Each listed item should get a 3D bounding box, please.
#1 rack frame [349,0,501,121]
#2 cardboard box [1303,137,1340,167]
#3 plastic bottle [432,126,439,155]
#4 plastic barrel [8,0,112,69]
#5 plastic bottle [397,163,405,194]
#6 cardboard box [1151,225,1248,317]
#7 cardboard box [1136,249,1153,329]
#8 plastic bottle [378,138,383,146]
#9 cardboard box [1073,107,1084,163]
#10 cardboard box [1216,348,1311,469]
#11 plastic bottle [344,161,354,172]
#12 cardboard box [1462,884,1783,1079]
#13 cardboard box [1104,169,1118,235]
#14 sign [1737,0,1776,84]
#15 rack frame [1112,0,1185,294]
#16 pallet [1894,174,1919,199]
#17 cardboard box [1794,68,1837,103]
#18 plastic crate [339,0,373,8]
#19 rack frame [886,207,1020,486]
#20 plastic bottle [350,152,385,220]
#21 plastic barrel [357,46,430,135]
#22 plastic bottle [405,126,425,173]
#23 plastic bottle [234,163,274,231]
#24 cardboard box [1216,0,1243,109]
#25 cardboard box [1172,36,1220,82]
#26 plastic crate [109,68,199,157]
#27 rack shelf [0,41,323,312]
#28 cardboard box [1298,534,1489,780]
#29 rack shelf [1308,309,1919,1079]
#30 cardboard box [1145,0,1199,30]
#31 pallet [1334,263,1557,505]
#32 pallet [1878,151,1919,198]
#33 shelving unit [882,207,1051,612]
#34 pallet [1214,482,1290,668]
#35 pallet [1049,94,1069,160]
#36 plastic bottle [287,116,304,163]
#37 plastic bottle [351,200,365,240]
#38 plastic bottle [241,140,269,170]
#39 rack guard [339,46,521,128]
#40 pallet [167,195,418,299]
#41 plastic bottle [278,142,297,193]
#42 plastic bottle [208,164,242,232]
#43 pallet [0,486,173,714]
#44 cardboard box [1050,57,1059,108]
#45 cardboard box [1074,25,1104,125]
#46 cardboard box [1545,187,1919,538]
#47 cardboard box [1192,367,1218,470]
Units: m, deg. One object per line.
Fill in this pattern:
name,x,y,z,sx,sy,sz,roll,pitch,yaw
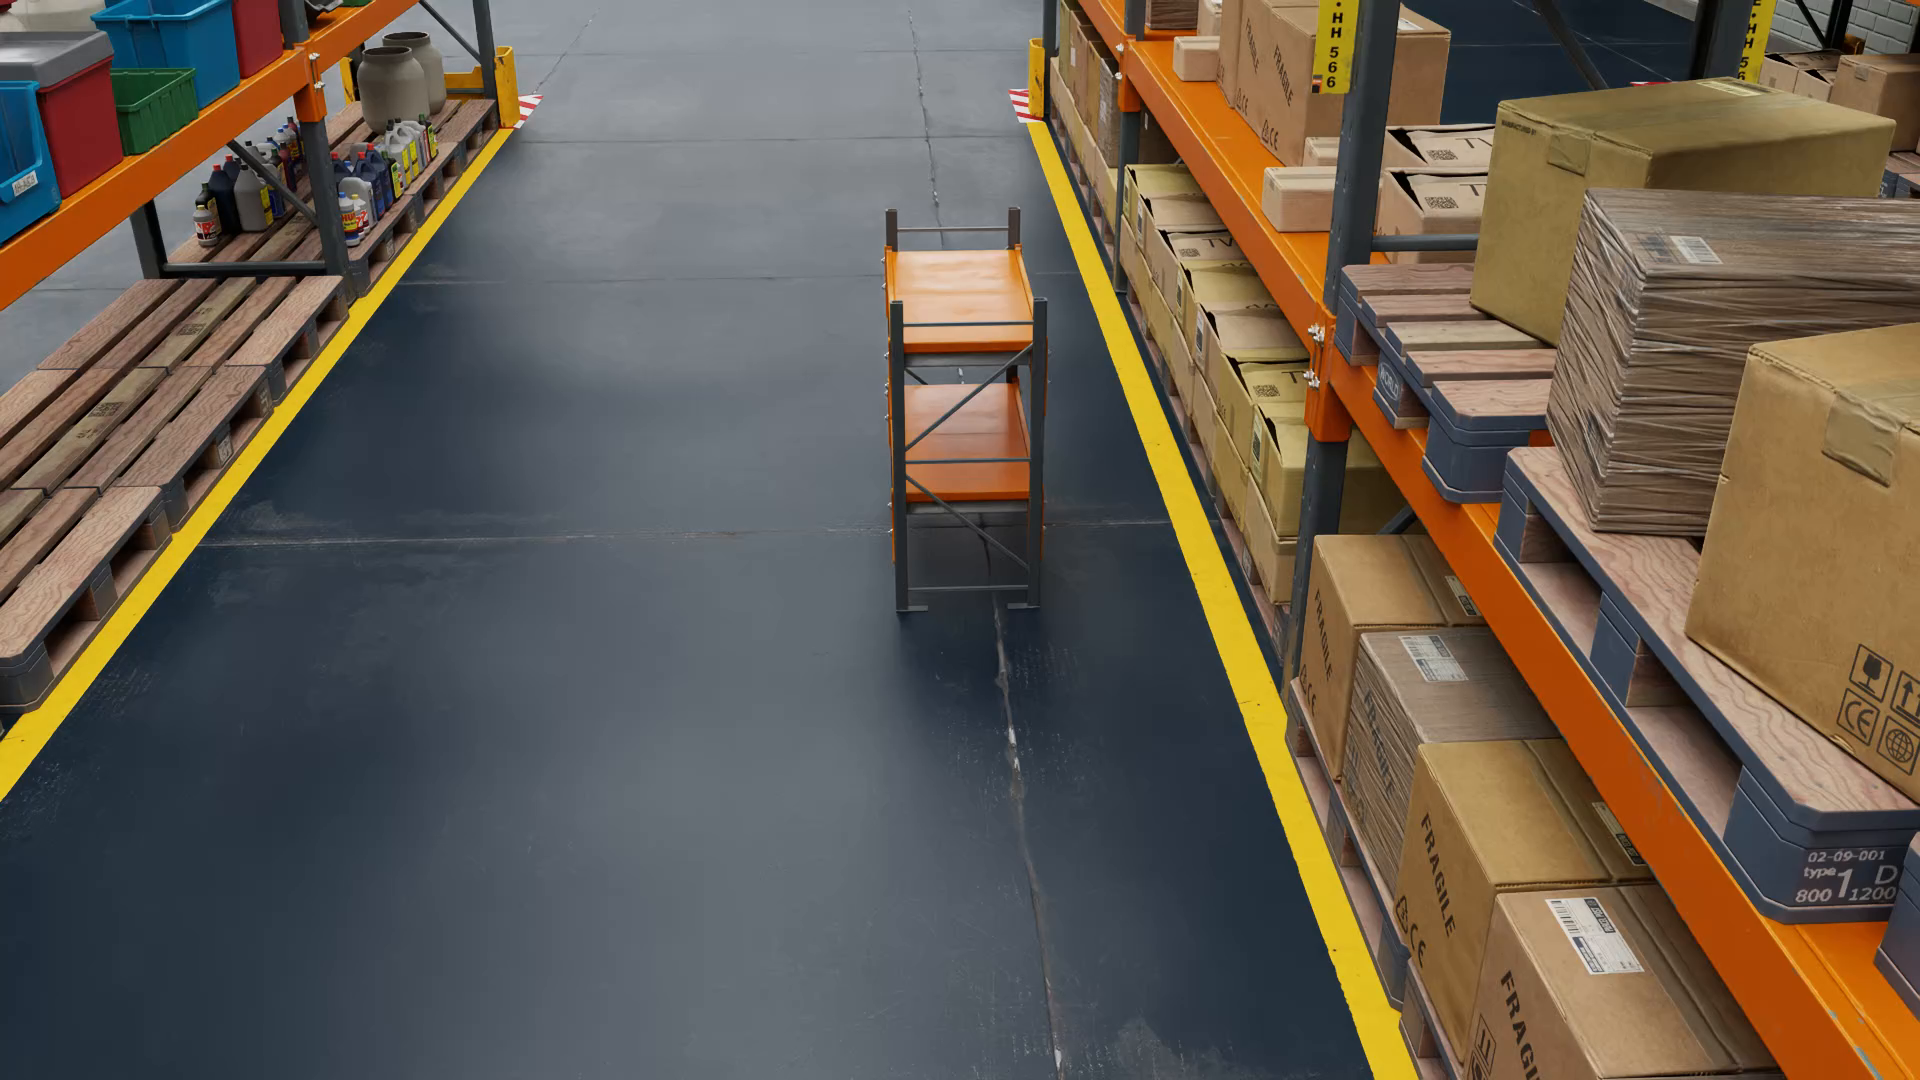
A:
rack frame,-3.844,-4.388,11.420,1.000,3.000,0.127,-1,28,-3
cardboard box,1.397,-1.288,5.747,0.380,0.149,0.250,1,28,1
plastic bottle,-3.311,-2.505,10.360,0.097,0.201,0.097,0,28,0
plastic barrel,-3.805,-2.154,6.990,0.433,0.535,0.433,0,28,0
plastic bottle,-3.265,-2.097,9.577,0.097,0.201,0.097,0,28,0
cardboard box,1.133,-1.208,7.234,0.500,0.311,0.500,-2,28,-4
cardboard box,1.110,-1.198,7.822,0.500,0.250,0.500,-1,28,-1
plastic bottle,-3.441,-2.312,9.990,0.097,0.201,0.097,0,28,0
cardboard box,0.985,-2.527,10.372,0.500,0.250,0.500,-1,28,-3
cardboard box,1.213,-0.503,5.884,0.500,0.311,0.500,-2,28,-3
plastic bottle,-3.391,-1.973,9.264,0.097,0.271,0.097,0,28,0
cardboard box,1.345,1.033,3.253,0.500,0.500,0.500,-2,28,-4
cardboard box,1.069,-1.835,9.044,0.500,0.250,0.500,-1,28,-3
sign,2.062,-1.307,4.347,0.100,0.325,0.005,-1,28,-3
rack frame,1.311,-2.659,8.104,1.000,3.000,0.127,-1,28,-3
pallet,6.188,-1.853,9.575,1.003,0.211,1.213,-1,28,-3
cardboard box,6.025,-3.045,11.277,0.500,0.311,0.500,1,28,2
plastic crate,-3.425,-3.081,9.142,0.450,0.188,0.662,-1,28,-3
rack frame,-0.026,-0.730,6.434,0.500,1.125,0.032,-1,28,-3
plastic bottle,-3.263,-1.944,9.123,0.144,0.351,0.185,-1,28,-1
plastic barrel,-3.708,-2.938,10.875,0.421,0.512,0.421,0,28,0
plastic bottle,-3.318,-2.357,9.995,0.152,0.276,0.135,-2,28,-4
plastic bottle,-3.813,-1.856,8.953,0.144,0.351,0.185,-1,28,-3
cardboard box,1.363,-2.105,6.934,0.500,0.500,0.500,1,28,1
cardboard box,1.153,-2.133,7.368,0.380,0.149,0.250,-1,28,-3
plastic crate,-3.263,-1.650,6.398,0.450,0.188,0.662,-1,28,-3
rack shelf,-3.531,-1.298,6.274,1.077,0.370,4.000,-1,28,-3
cardboard box,1.259,0.319,4.623,0.500,0.500,0.500,0,28,0
rack shelf,1.625,0.431,2.958,1.077,0.370,4.000,-1,28,-3
cardboard box,1.282,-2.908,8.474,0.700,0.500,0.500,-2,28,-4
pallet,1.626,-0.415,4.010,1.213,0.211,1.003,-1,28,-3
pallet,6.121,-2.418,10.658,1.003,0.211,1.213,-1,28,-3
shelving unit,0.000,-0.496,5.984,0.538,1.125,1.048,-1,28,-3
pallet,1.516,0.044,5.938,1.003,0.211,1.213,-1,28,-3
pallet,1.184,-2.918,11.616,1.003,0.211,1.213,-1,28,-3
plastic bottle,-4.067,-2.429,10.126,0.061,0.283,0.133,-1,28,-2
plastic bottle,-3.220,-1.700,8.816,0.097,0.201,0.097,0,28,0
plastic bottle,-3.984,-2.090,9.402,0.144,0.351,0.185,-2,28,-3
rack guard,-3.793,-3.246,11.933,1.175,0.500,0.348,-1,28,-3
pallet,-3.629,-1.616,9.120,1.003,0.211,1.213,-1,28,-3
plastic bottle,-3.882,-2.138,9.567,0.061,0.283,0.133,-1,28,-3
plastic bottle,-3.957,-1.852,8.946,0.144,0.351,0.185,-2,28,-4
pallet,-3.428,0.184,5.669,1.003,0.211,1.213,-1,28,-3
cardboard box,0.908,-3.220,11.700,0.500,0.250,0.500,-1,28,-3
cardboard box,0.984,-2.860,10.198,0.500,0.500,0.500,-1,28,-3
cardboard box,1.523,-0.327,3.071,0.700,0.500,0.500,4,28,7
cardboard box,1.195,-0.486,6.458,0.500,0.250,0.500,-1,28,-1
